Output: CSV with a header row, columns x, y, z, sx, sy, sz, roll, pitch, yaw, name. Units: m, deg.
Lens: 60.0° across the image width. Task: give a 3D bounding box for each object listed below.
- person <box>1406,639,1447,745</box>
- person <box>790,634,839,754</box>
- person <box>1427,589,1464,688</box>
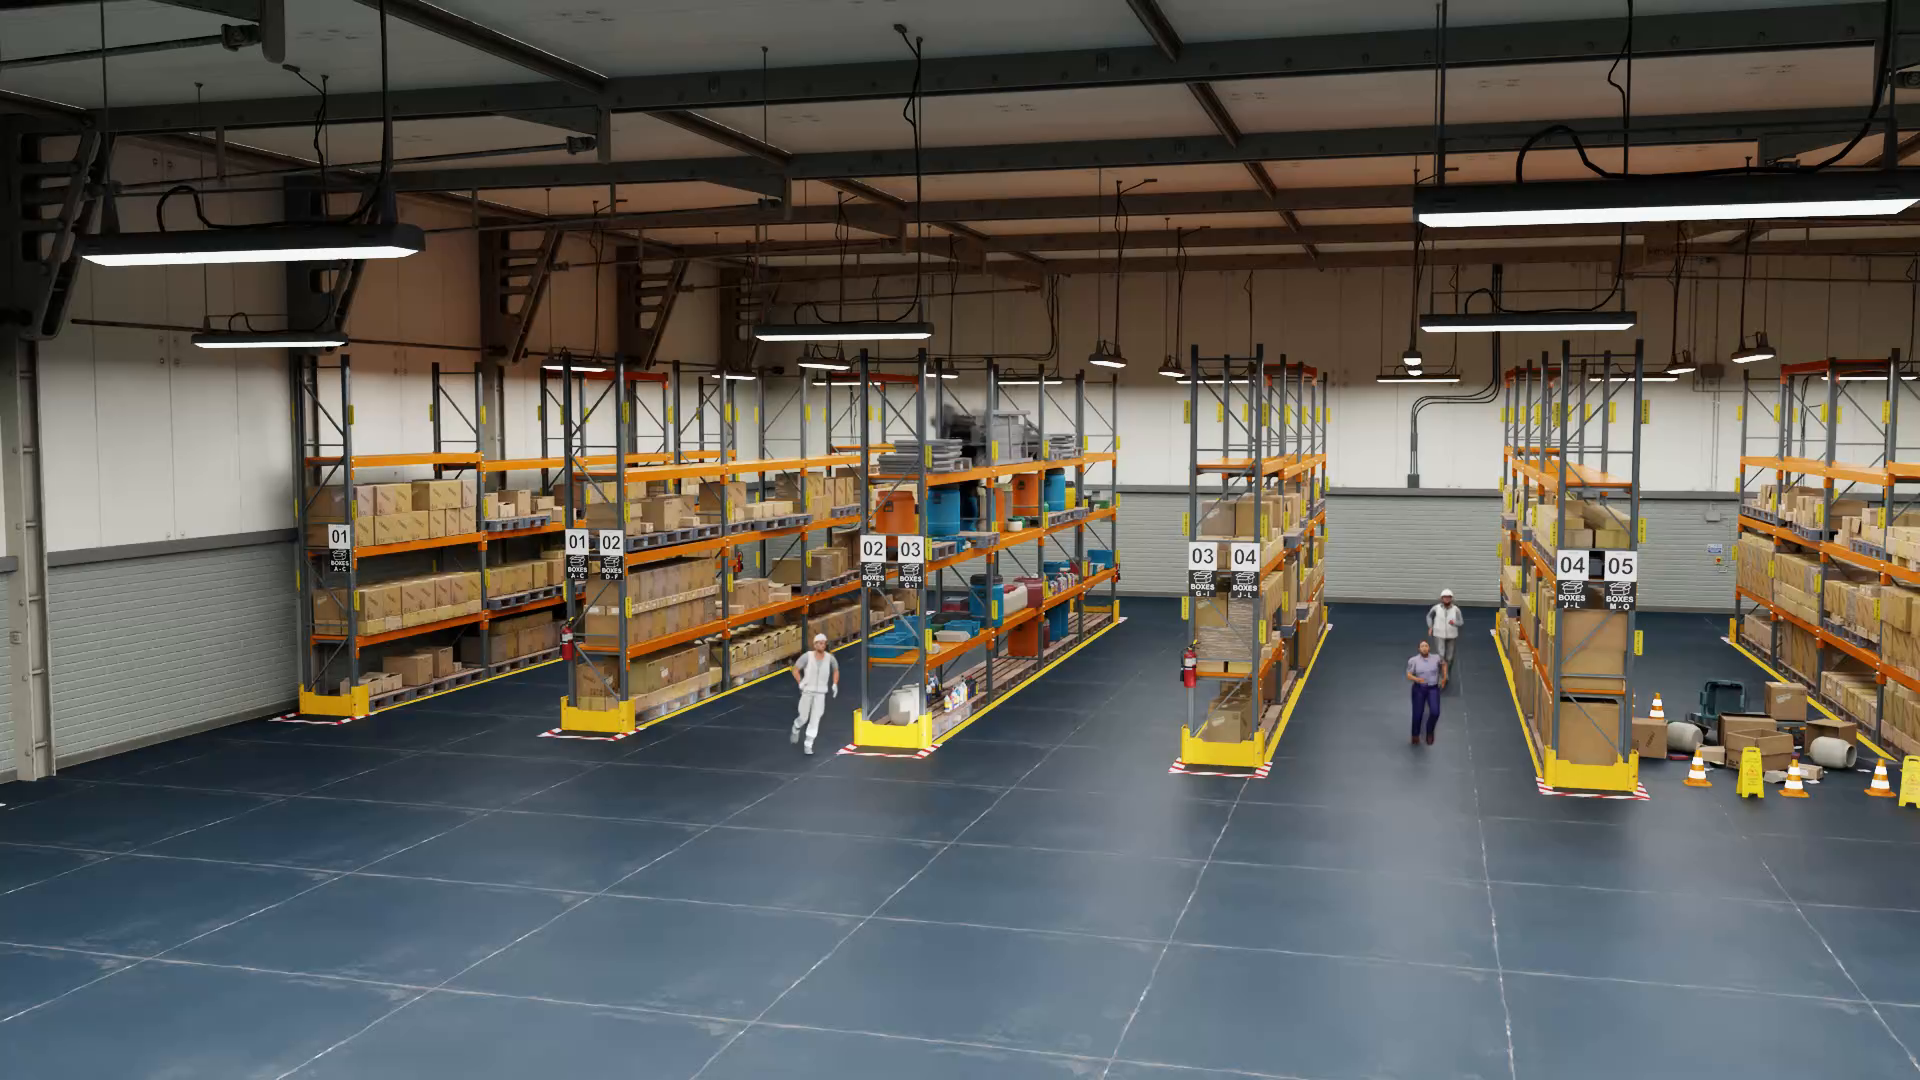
x,y,z,sx,sy,sz,roll,pitch,yaw,name
7.050,2.295,25.123,0.617,1.598,0.809,1,4,11,person
-2.143,2.267,24.836,0.724,1.746,0.775,-1,4,-17,person
8.962,1.821,30.709,0.624,1.831,0.752,1,4,8,person
